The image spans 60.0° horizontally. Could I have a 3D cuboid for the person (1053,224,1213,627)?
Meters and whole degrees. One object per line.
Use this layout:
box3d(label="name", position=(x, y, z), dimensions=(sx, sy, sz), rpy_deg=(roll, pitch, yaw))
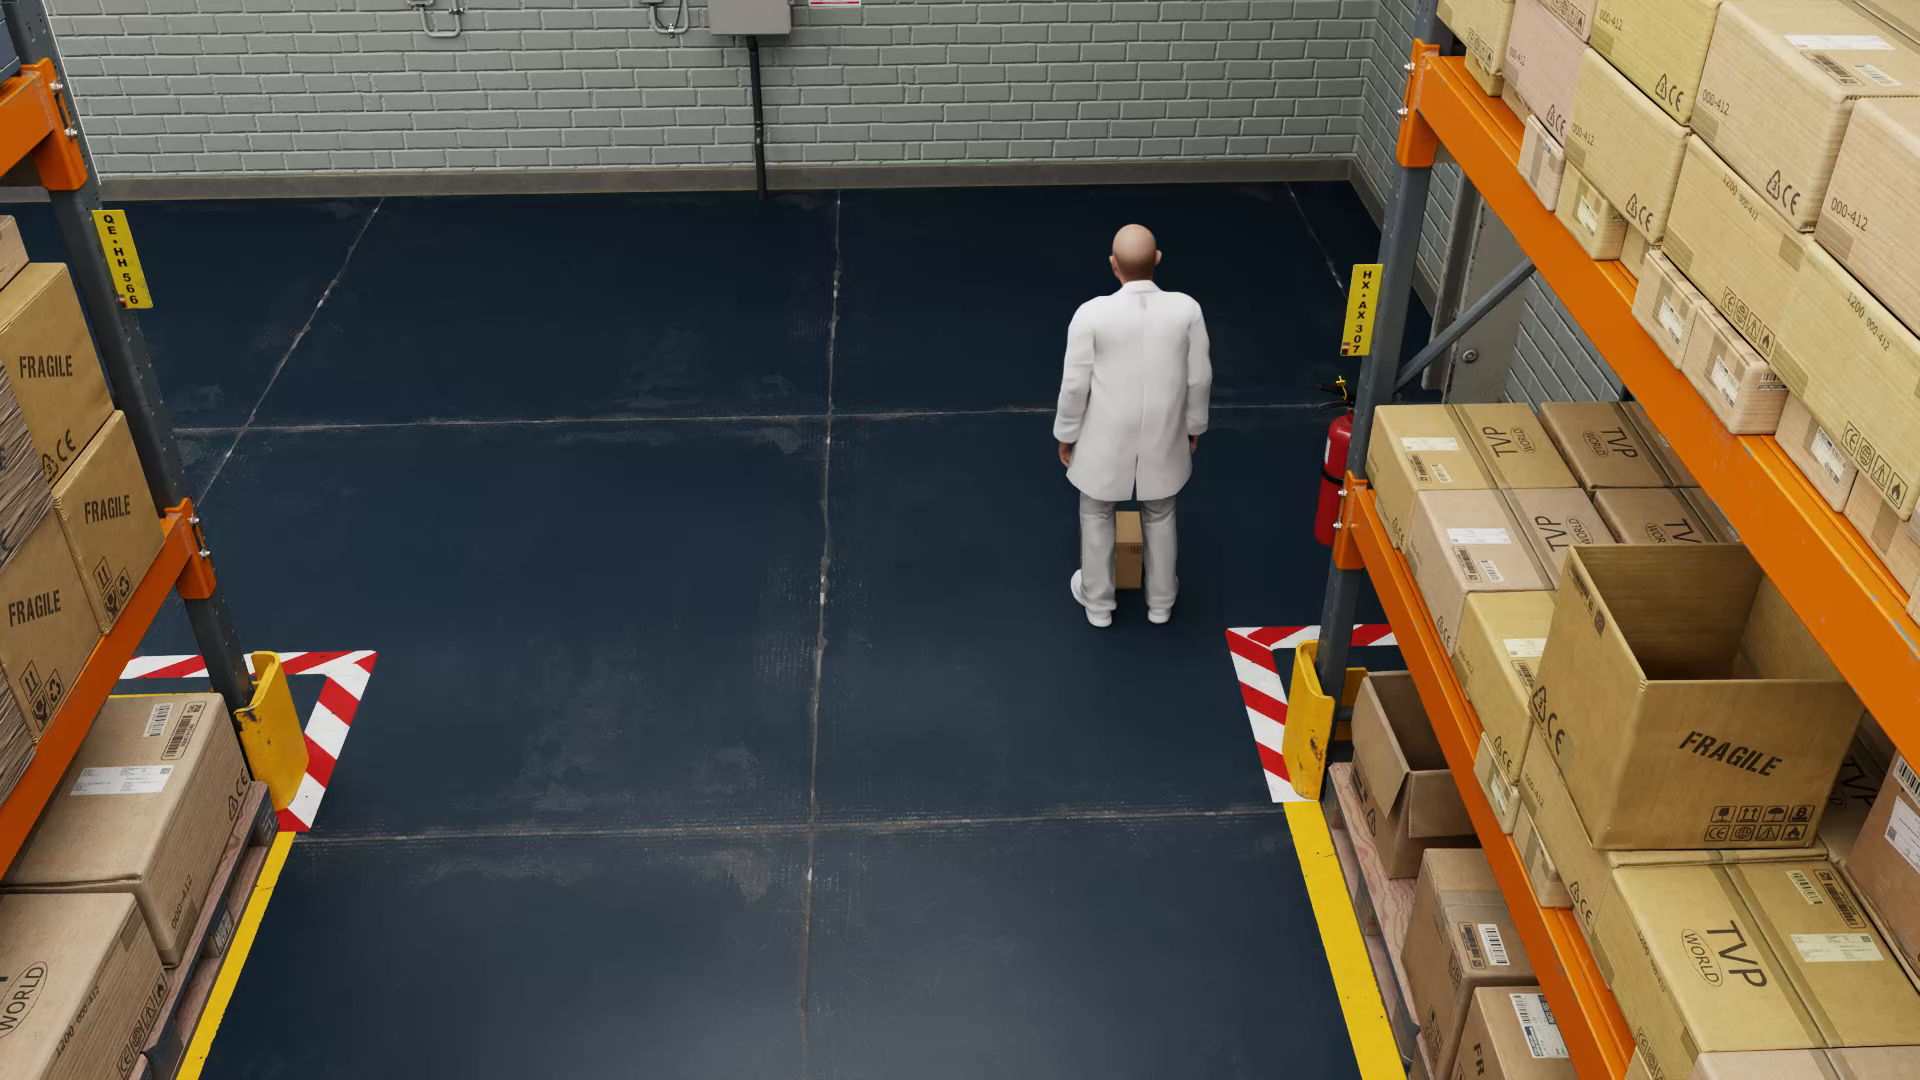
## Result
box3d(label="person", position=(0.695, -0.437, 6.789), dimensions=(0.638, 1.772, 0.428), rpy_deg=(-3, 35, -4))
